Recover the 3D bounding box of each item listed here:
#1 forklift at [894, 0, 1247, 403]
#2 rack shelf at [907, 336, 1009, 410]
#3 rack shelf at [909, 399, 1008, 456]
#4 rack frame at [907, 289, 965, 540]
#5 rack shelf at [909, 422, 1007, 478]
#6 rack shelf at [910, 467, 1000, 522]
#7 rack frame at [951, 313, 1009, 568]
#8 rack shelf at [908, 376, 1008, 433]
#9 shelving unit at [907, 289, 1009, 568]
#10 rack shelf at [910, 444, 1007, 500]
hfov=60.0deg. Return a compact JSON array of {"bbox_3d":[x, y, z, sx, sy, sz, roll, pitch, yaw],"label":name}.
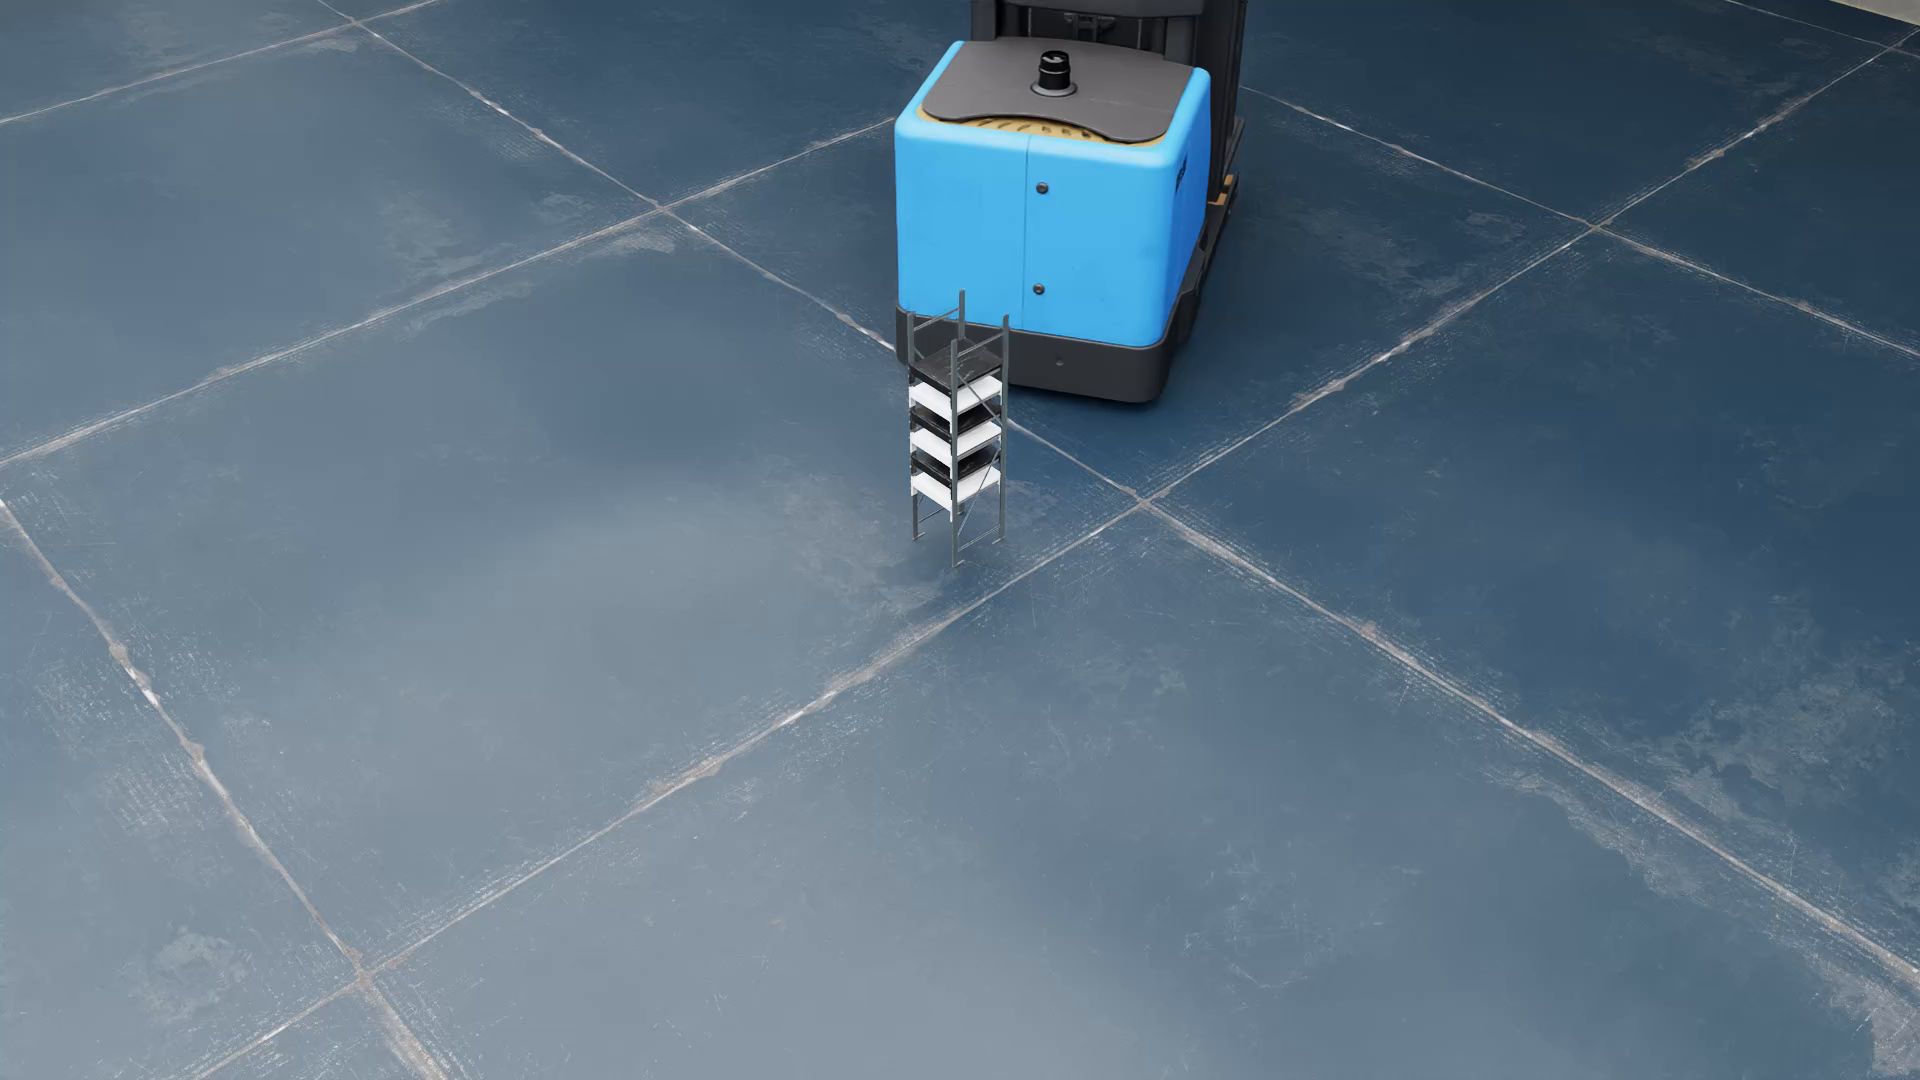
[{"bbox_3d":[0.647,-2.590,6.625,1.130,2.935,3.031,10,40,12],"label":"forklift"},{"bbox_3d":[-0.005,-0.538,5.323,0.258,0.077,0.200,-30,48,-32],"label":"rack shelf"},{"bbox_3d":[-0.005,-0.398,5.436,0.258,0.077,0.200,-30,48,-32],"label":"rack shelf"},{"bbox_3d":[-0.074,-0.401,5.530,0.240,0.900,0.006,-30,48,-32],"label":"rack frame"},{"bbox_3d":[-0.005,-0.328,5.493,0.258,0.077,0.200,-30,48,-32],"label":"rack shelf"},{"bbox_3d":[-0.005,-0.188,5.606,0.258,0.077,0.200,-30,48,-32],"label":"rack shelf"},{"bbox_3d":[0.063,-0.307,5.414,0.240,0.900,0.006,-30,48,-32],"label":"rack frame"},{"bbox_3d":[-0.005,-0.468,5.380,0.258,0.077,0.200,-30,48,-32],"label":"rack shelf"},{"bbox_3d":[-0.005,-0.354,5.472,0.258,0.900,0.210,-30,48,-32],"label":"shelving unit"},{"bbox_3d":[-0.005,-0.258,5.549,0.258,0.077,0.200,-30,48,-32],"label":"rack shelf"}]
